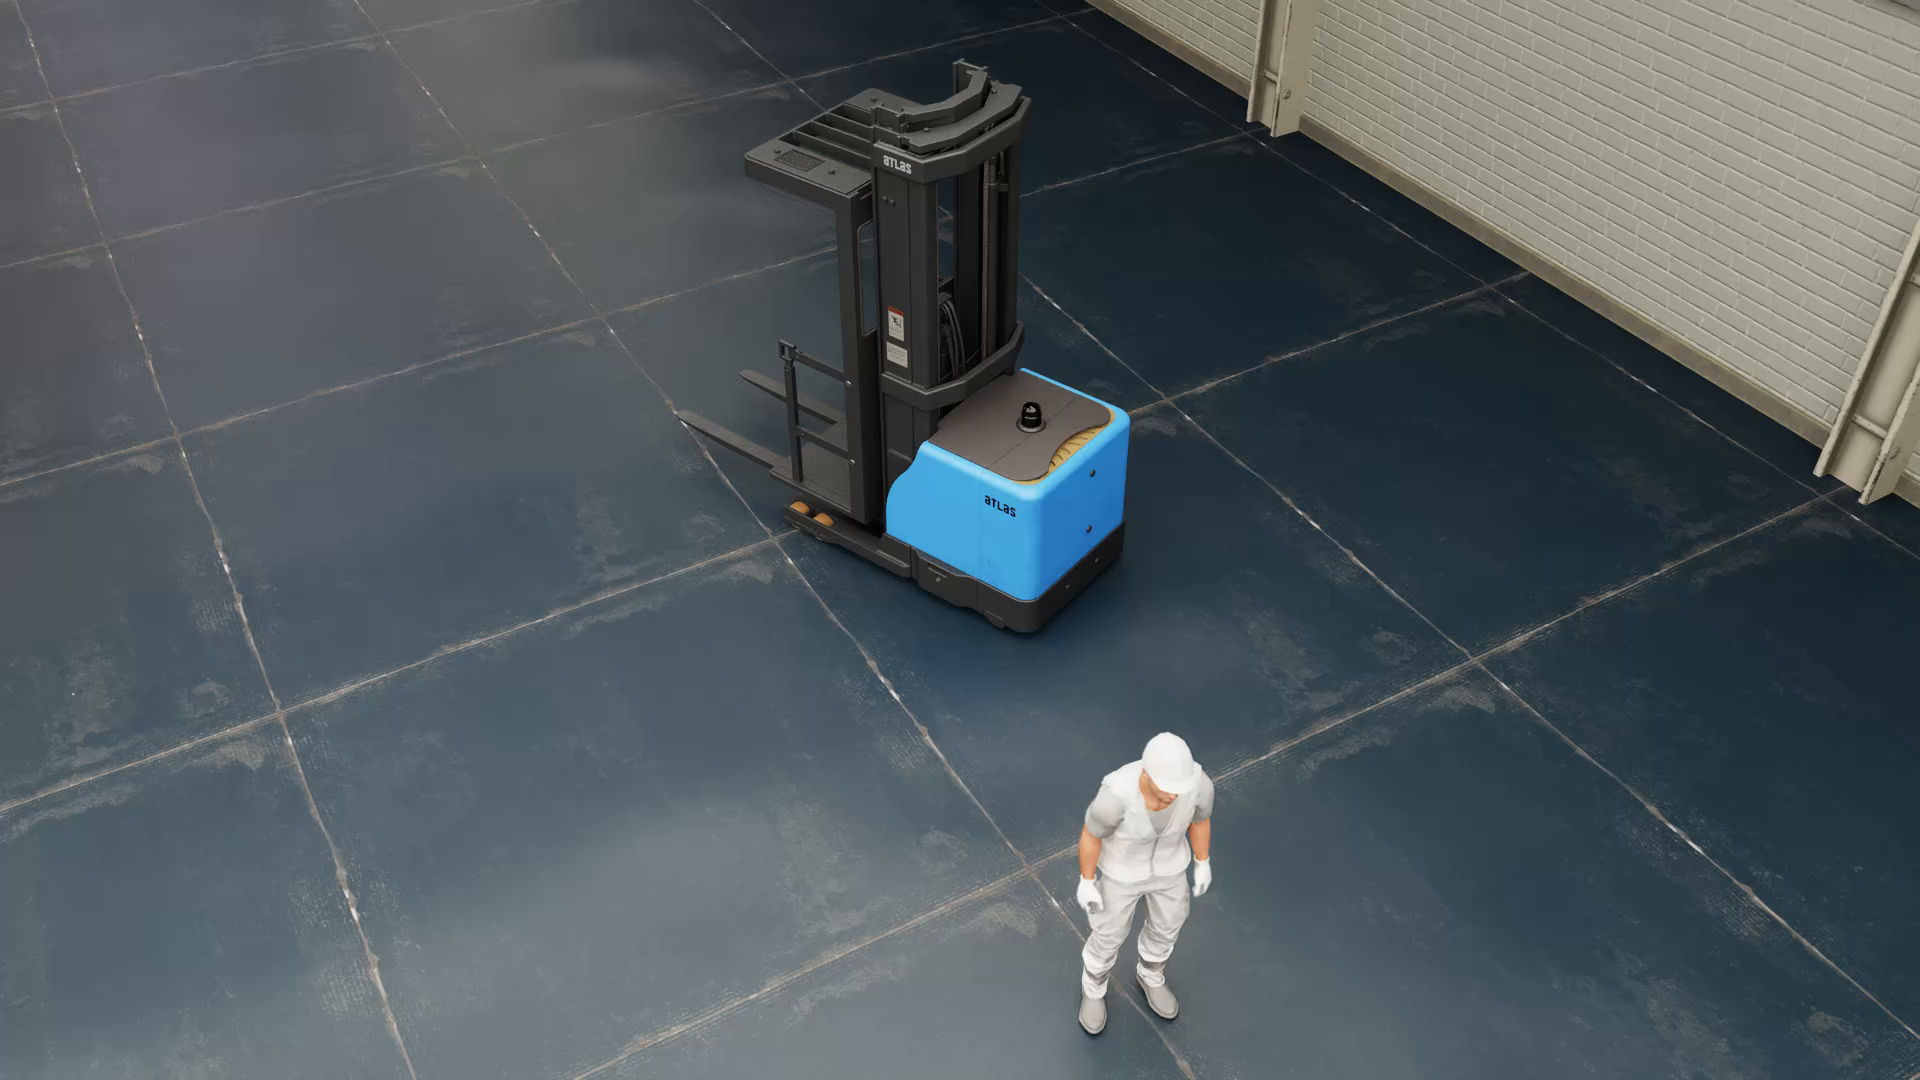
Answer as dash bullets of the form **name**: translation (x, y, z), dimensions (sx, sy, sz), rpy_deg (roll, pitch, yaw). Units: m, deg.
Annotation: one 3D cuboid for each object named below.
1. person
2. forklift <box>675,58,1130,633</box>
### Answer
- **person**: translation (0.799, 1.451, 7.192), dimensions (0.609, 1.779, 0.454), rpy_deg (-8, 40, -9)
- **forklift**: translation (-0.481, -1.366, 9.683), dimensions (3.031, 2.935, 1.130), rpy_deg (26, 46, 28)
